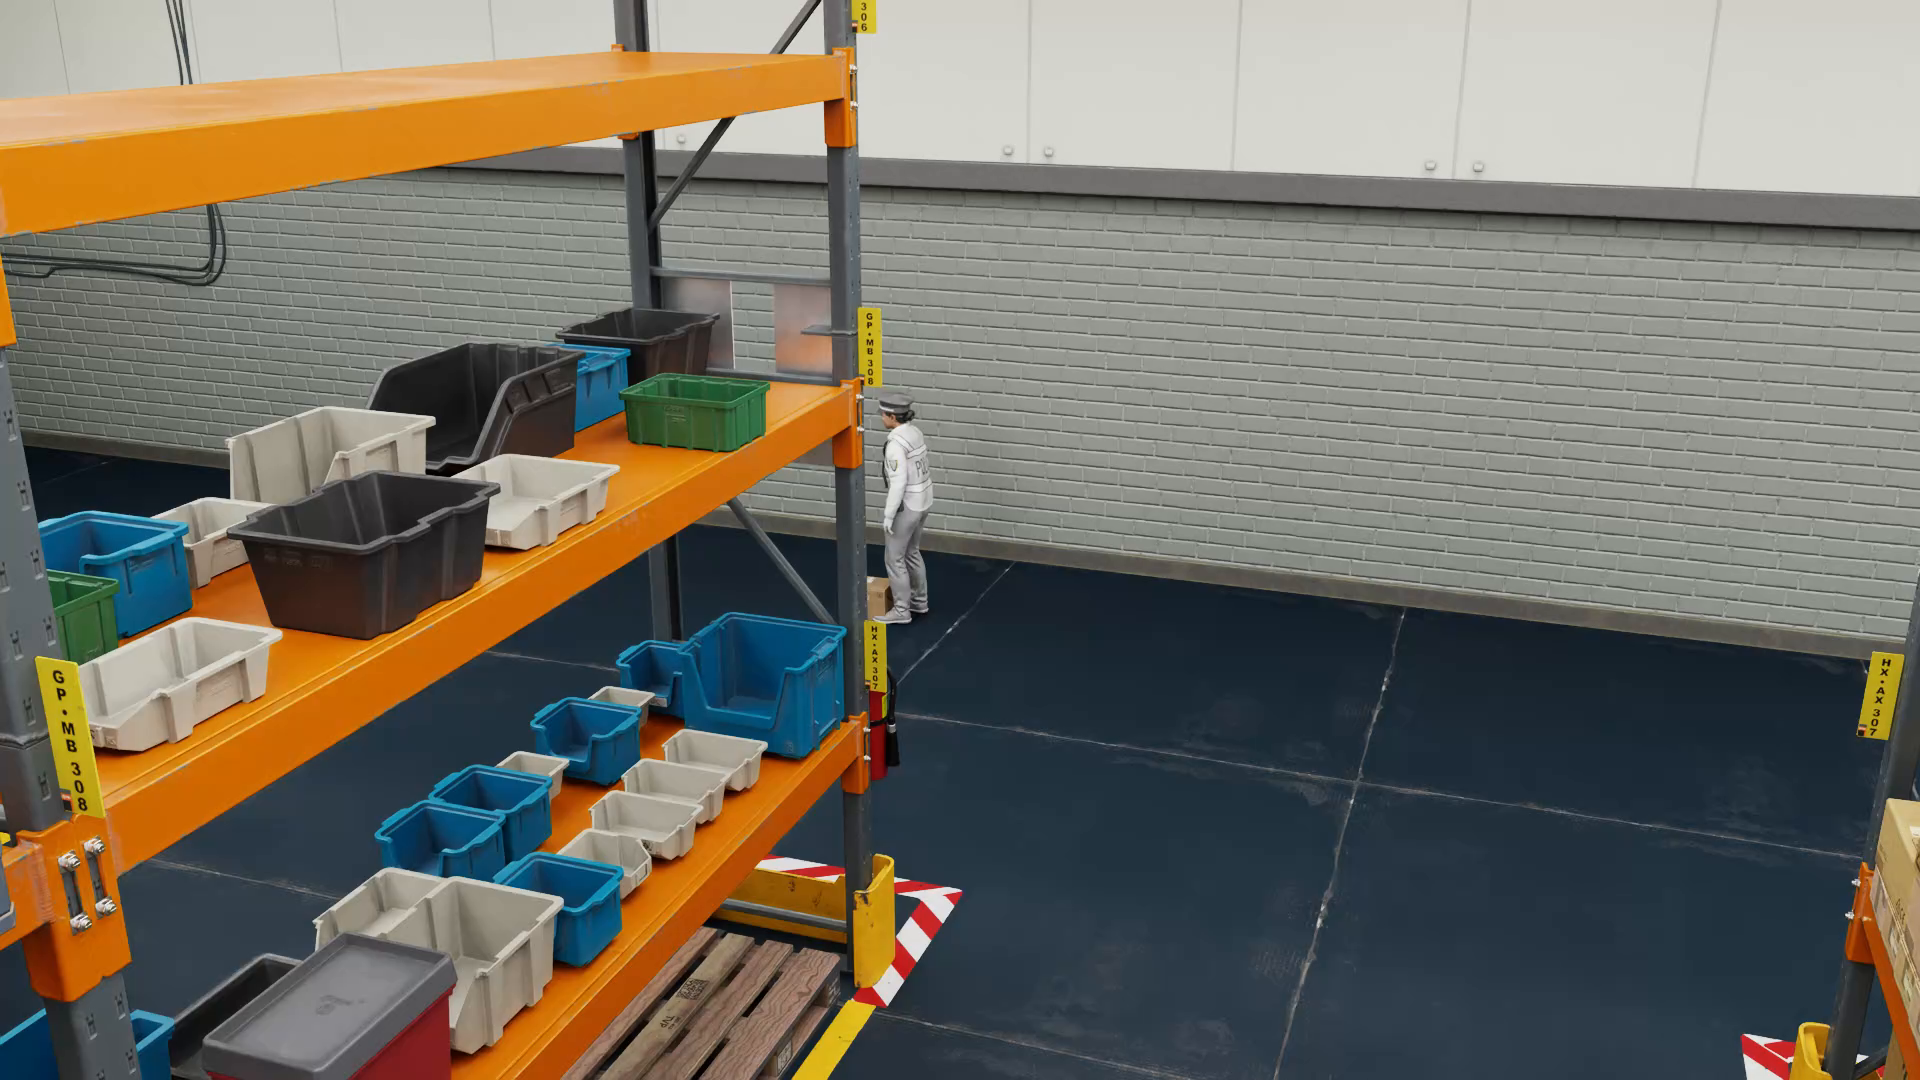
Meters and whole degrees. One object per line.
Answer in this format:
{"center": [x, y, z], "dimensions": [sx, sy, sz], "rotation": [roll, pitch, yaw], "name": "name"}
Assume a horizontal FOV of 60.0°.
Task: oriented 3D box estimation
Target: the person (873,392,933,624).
{"center": [-0.404, -0.221, 11.704], "dimensions": [0.403, 1.664, 0.528], "rotation": [6, 20, 18], "name": "person"}
